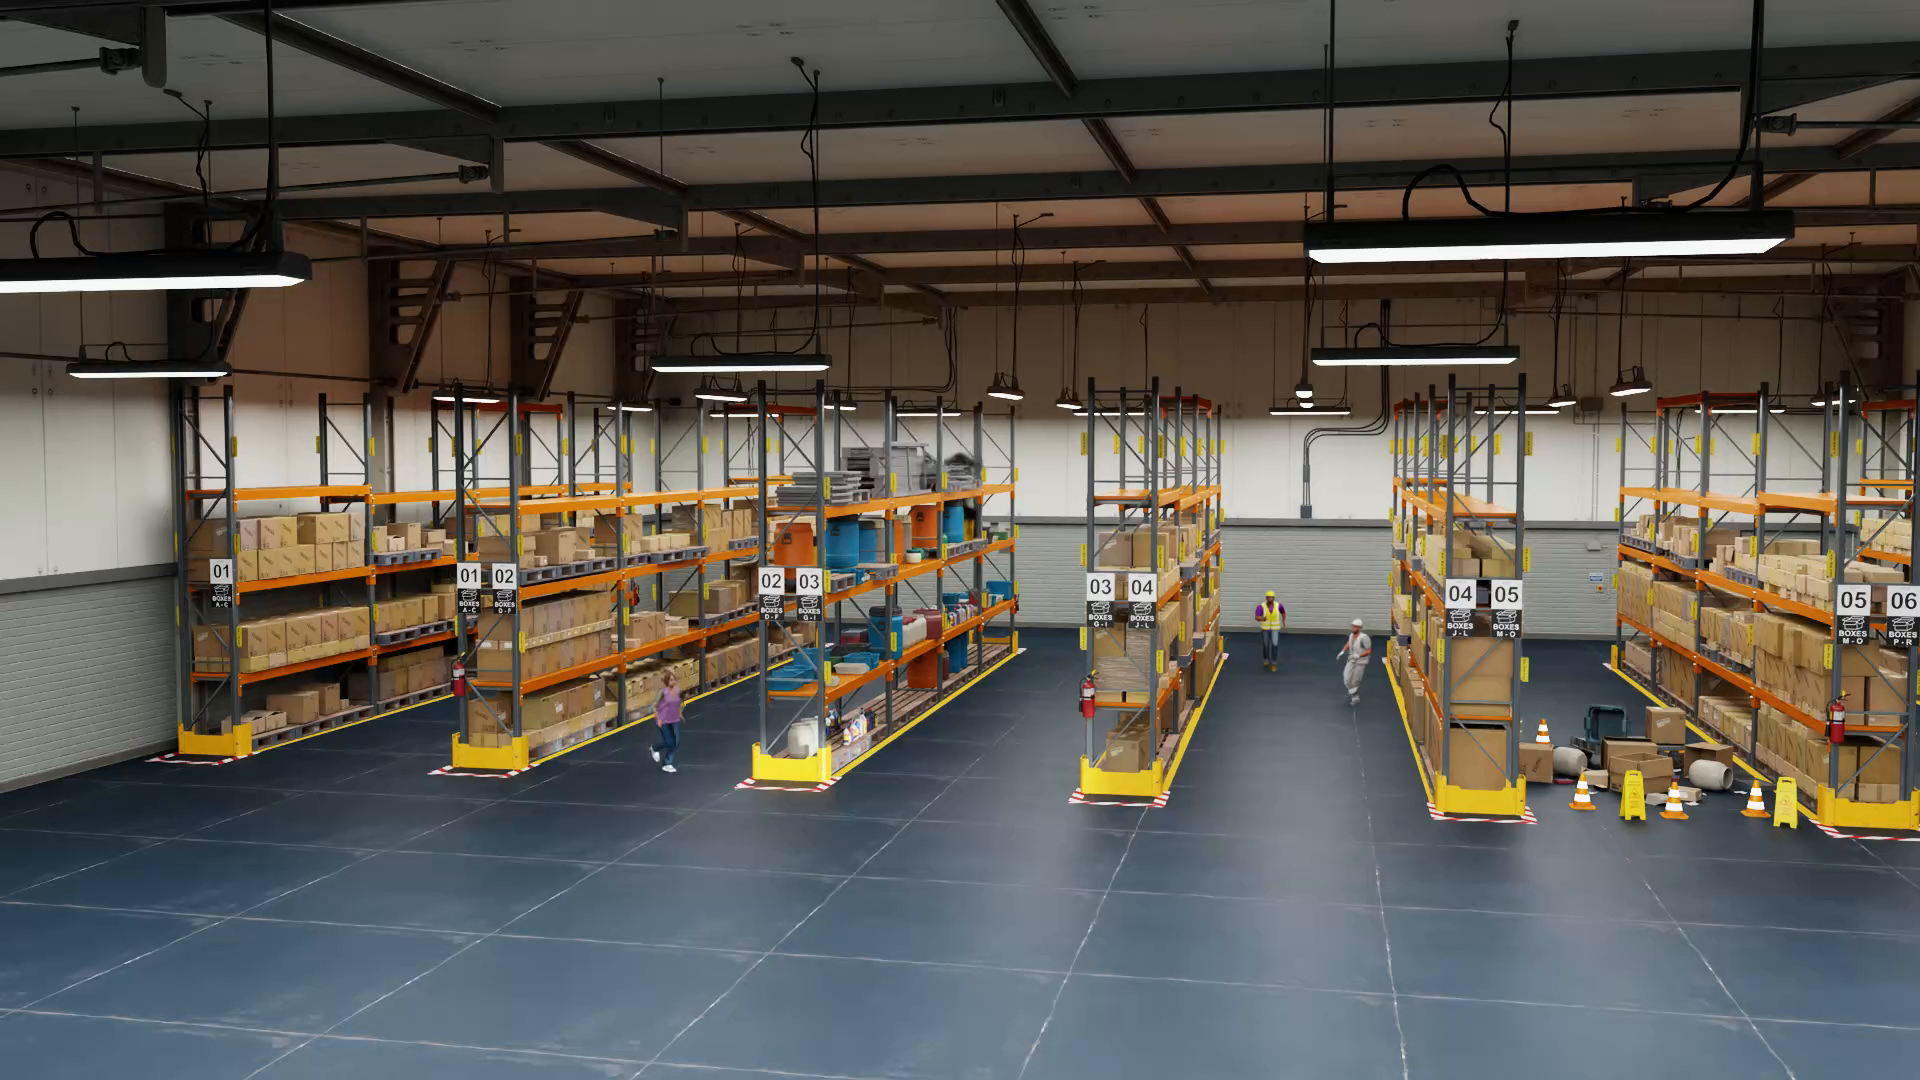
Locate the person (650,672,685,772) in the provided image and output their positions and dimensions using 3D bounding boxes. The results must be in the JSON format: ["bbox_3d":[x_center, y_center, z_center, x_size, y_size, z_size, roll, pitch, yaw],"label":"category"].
[{"bbox_3d":[-4.516,2.802,25.635,0.523,1.545,0.579,-3,4,-43],"label":"person"}]

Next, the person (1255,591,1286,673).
[{"bbox_3d":[6.940,2.039,37.194,0.685,1.824,0.846,0,3,8],"label":"person"}]

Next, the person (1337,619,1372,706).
[{"bbox_3d":[7.700,2.375,32.289,0.781,1.700,0.619,3,4,43],"label":"person"}]
